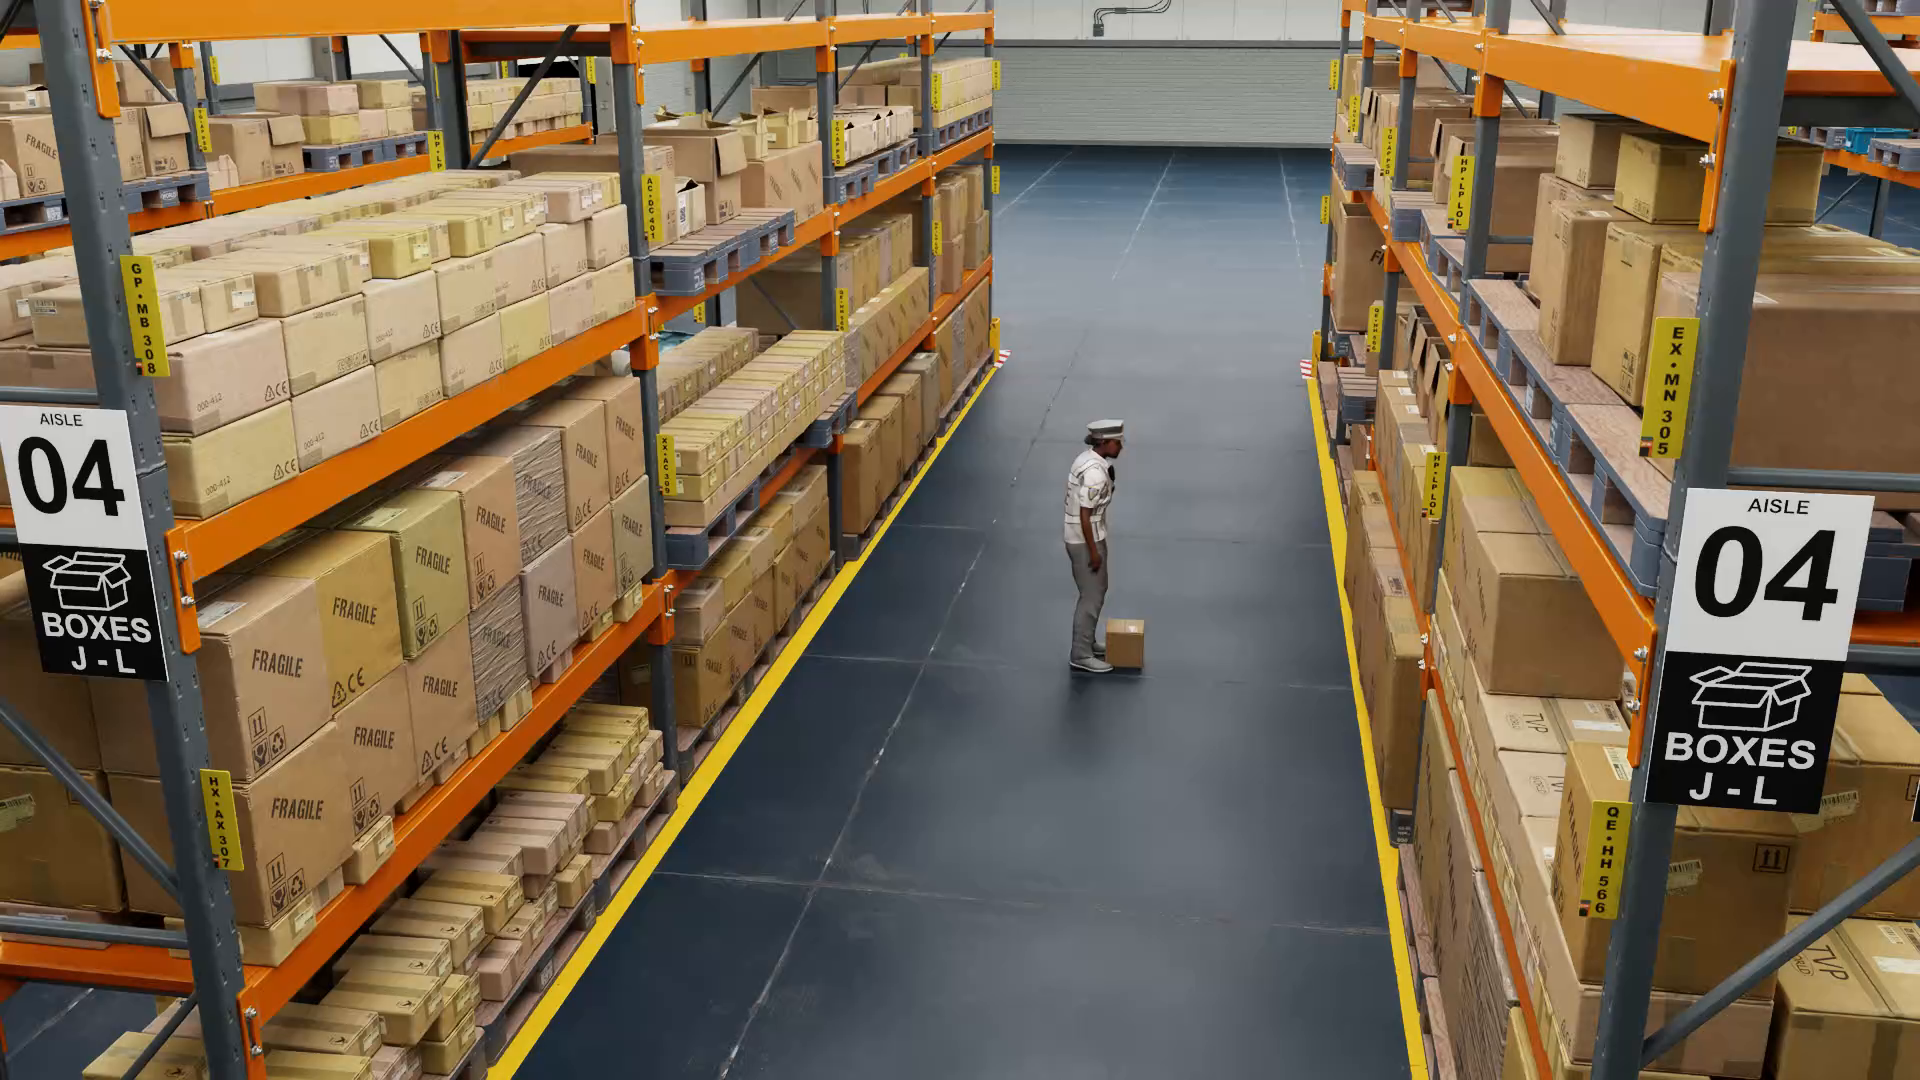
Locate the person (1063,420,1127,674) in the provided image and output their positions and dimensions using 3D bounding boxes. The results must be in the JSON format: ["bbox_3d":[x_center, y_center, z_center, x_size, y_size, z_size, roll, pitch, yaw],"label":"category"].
[{"bbox_3d":[0.880,0.018,11.003,0.400,1.657,0.516,3,18,8],"label":"person"}]
